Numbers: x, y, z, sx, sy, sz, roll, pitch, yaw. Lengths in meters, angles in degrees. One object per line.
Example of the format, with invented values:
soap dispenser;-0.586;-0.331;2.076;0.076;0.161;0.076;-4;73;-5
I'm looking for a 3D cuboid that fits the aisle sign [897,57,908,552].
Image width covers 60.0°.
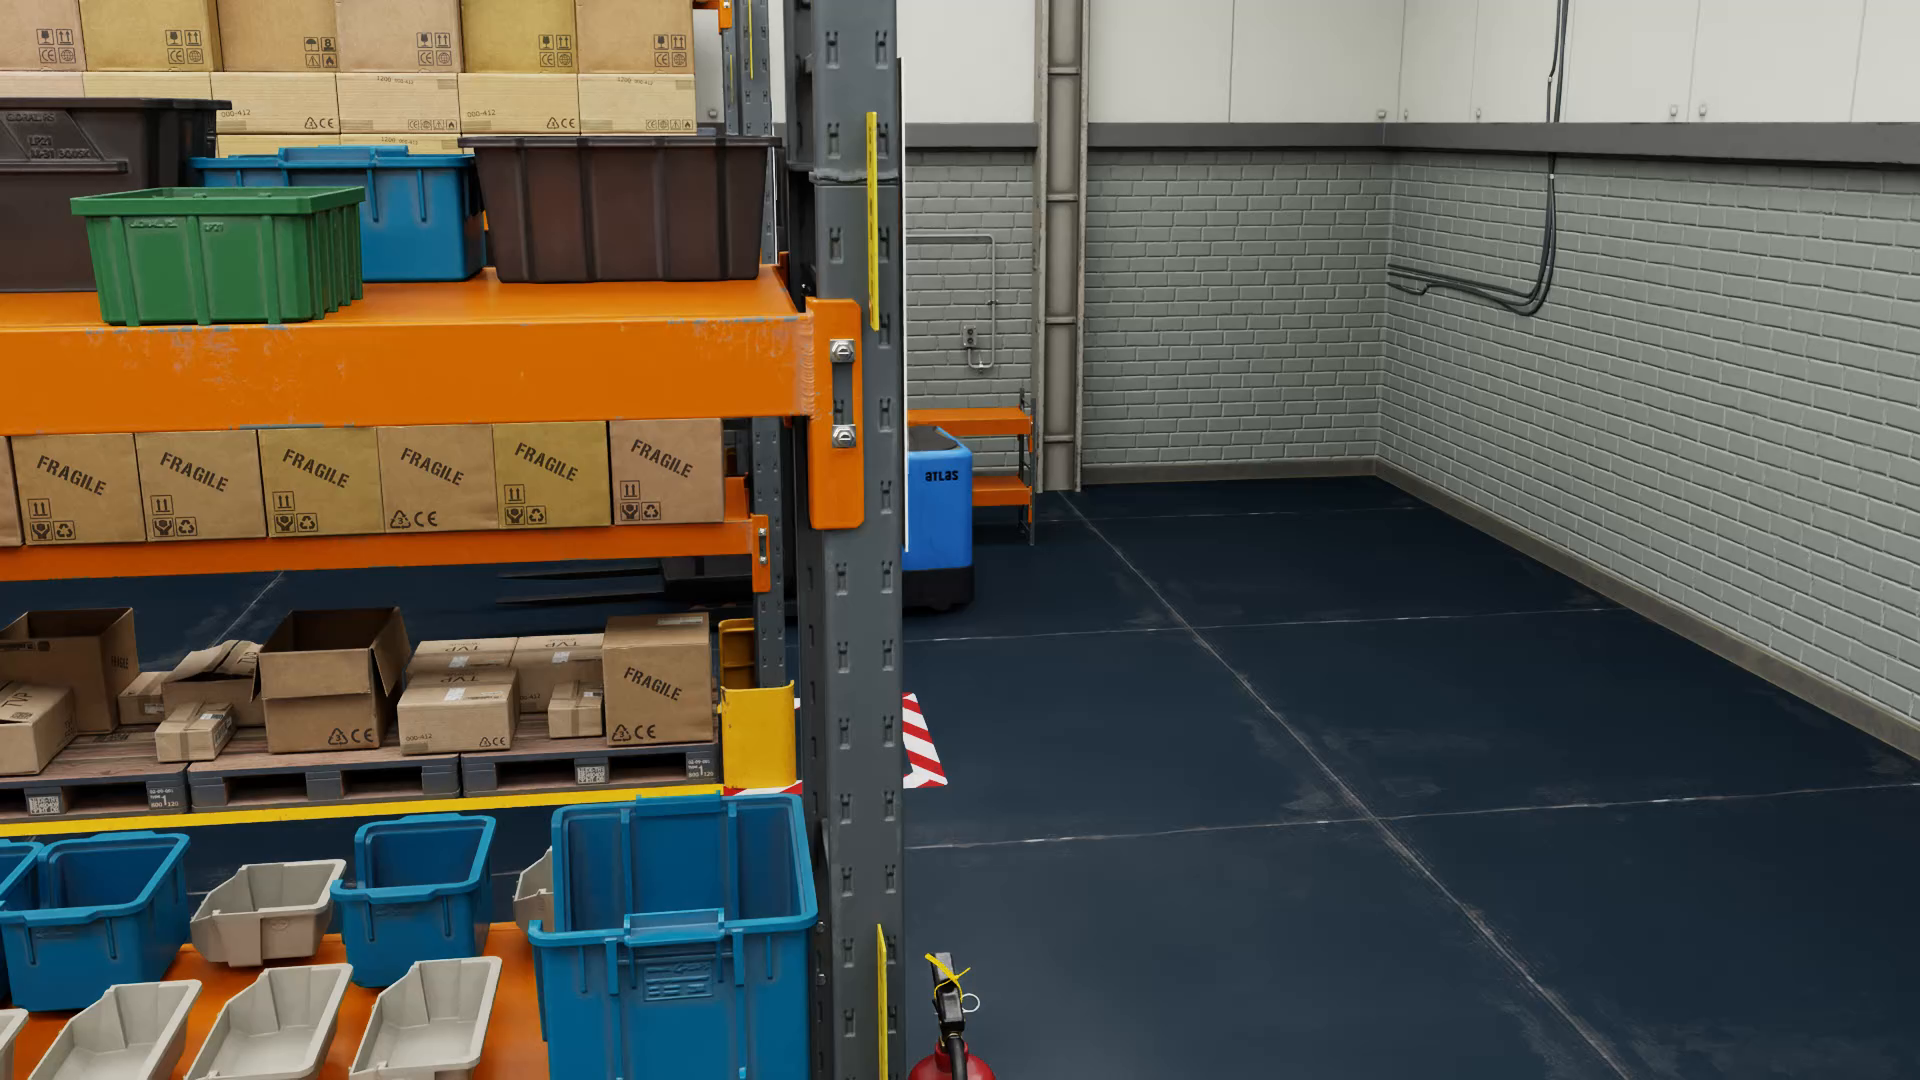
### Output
aisle sign;-0.117;-0.409;2.843;0.004;0.787;0.394;-2;14;-8

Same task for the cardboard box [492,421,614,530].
cardboard box;-1.881;-0.355;7.765;0.500;0.500;0.500;-2;14;-8

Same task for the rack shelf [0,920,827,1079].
rack shelf;-2.210;1.205;3.229;4.000;0.370;1.077;-2;14;-8

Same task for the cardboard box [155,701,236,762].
cardboard box;-3.620;0.901;7.882;0.250;0.166;0.380;-2;14;-8

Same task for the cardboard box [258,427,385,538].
cardboard box;-2.874;-0.320;7.626;0.500;0.500;0.500;-2;14;-9

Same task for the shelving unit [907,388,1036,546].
shelving unit;0.007;-0.546;12.586;1.048;1.125;0.538;-2;14;-8

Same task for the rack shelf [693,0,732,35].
rack shelf;-3.686;-3.894;12.050;4.000;0.370;1.077;-2;14;-8

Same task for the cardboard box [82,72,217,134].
cardboard box;-3.413;-1.879;7.163;0.500;0.250;0.500;-2;14;-8

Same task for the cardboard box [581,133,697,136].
cardboard box;-1.435;-1.708;7.508;0.500;0.250;0.500;-2;14;-8

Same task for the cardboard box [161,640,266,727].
cardboard box;-3.659;0.712;8.340;0.500;0.311;0.500;-2;14;-8

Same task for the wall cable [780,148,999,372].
wall cable;-0.583;-2.366;13.901;1.851;1.984;0.084;-2;14;-8

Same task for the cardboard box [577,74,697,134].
cardboard box;-1.436;-1.953;7.455;0.500;0.250;0.500;-2;14;-8

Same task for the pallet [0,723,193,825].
pallet;-4.242;1.065;8.041;1.213;0.211;1.003;-2;14;-8

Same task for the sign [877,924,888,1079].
sign;-0.134;0.836;2.885;0.005;0.325;0.100;-2;14;-8

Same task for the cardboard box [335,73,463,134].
cardboard box;-2.426;-1.917;7.314;0.500;0.250;0.500;-2;14;-8

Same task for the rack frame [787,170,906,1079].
rack frame;-0.232;0.784;3.430;0.127;3.000;1.000;-2;14;-8

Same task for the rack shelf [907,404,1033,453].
rack shelf;0.007;-0.830;12.515;1.000;0.278;0.538;-2;14;-8

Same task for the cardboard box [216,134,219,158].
cardboard box;-3.414;-1.638;7.229;0.500;0.250;0.500;-2;14;-8

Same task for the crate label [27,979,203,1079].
crate label;-1.572;0.979;3.072;0.243;0.136;0.396;-2;14;-8

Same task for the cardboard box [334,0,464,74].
cardboard box;-2.457;-2.332;7.427;0.500;0.500;0.700;-2;14;-8

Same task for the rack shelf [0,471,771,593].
rack shelf;-2.944;0.014;7.980;4.000;0.370;1.077;-2;14;-8

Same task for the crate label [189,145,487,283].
crate label;-1.193;-0.643;3.260;0.502;0.251;0.408;-2;14;-8

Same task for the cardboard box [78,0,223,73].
cardboard box;-3.437;-2.282;7.226;0.500;0.500;0.700;-2;14;-8

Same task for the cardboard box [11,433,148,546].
cardboard box;-3.871;-0.284;7.481;0.500;0.500;0.500;-2;14;-7

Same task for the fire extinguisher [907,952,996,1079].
fire extinguisher;-0.015;1.106;3.071;0.183;0.674;0.296;-2;14;-8

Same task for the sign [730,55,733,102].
sign;-1.641;-3.314;11.947;0.005;0.325;0.100;-2;14;-8

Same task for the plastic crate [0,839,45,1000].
plastic crate;-2.124;0.824;3.490;0.300;0.233;0.416;-2;14;-8

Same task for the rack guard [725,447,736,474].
rack guard;-1.684;-0.388;13.240;0.348;0.500;1.175;-2;14;-8

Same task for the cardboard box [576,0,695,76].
cardboard box;-1.472;-2.374;7.593;0.500;0.500;0.700;-2;14;-8

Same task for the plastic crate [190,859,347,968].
plastic crate;-1.526;0.829;3.670;0.298;0.136;0.250;-2;14;-8

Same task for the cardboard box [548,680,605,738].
cardboard box;-1.881;0.825;8.186;0.250;0.166;0.380;-2;14;-8

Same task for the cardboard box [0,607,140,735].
cardboard box;-4.401;0.647;8.209;0.500;0.500;0.500;-2;14;-8

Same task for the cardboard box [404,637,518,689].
cardboard box;-2.535;0.700;8.512;0.500;0.250;0.500;-2;14;-8

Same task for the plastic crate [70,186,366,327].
plastic crate;-1.165;-0.464;2.675;0.336;0.188;0.450;-2;14;-8

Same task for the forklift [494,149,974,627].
forklift;-1.481;-0.985;10.625;3.031;2.935;1.130;-3;14;-13

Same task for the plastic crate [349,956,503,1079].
plastic crate;-1.011;0.956;3.163;0.243;0.136;0.396;-2;14;-8

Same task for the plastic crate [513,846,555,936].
plastic crate;-0.855;0.804;3.768;0.298;0.136;0.250;-2;14;-8

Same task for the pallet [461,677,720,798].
pallet;-1.830;0.977;8.394;1.213;0.211;1.003;-2;14;-8

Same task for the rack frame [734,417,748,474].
rack frame;-1.708;-1.599;12.932;0.127;3.000;1.000;-2;14;-8

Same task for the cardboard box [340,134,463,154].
cardboard box;-2.424;-1.671;7.361;0.500;0.250;0.500;-2;14;-8

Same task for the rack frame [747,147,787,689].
rack frame;-0.966;-0.408;8.182;0.127;3.000;1.000;-2;14;-8
